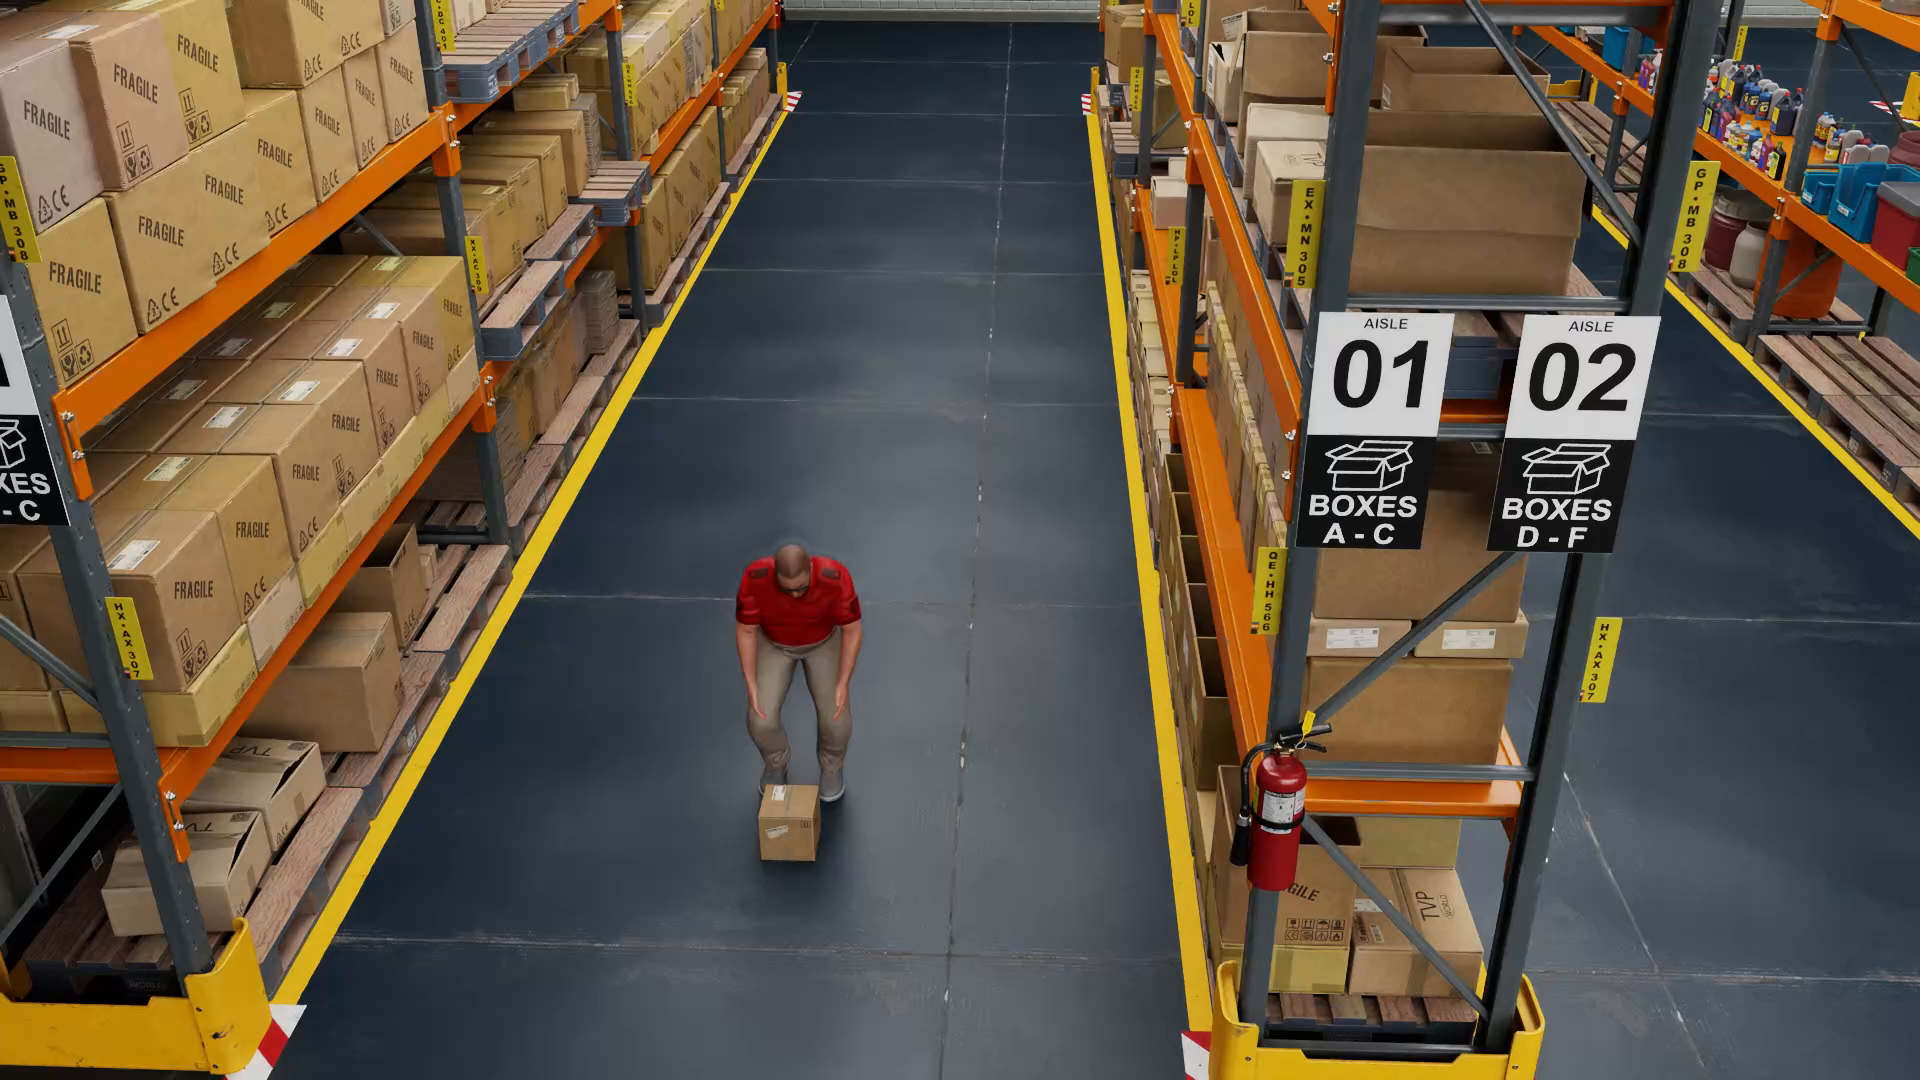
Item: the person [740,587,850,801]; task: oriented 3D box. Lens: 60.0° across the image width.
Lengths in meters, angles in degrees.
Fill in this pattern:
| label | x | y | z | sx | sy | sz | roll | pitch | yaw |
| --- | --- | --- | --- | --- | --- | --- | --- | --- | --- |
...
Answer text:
| label | x | y | z | sx | sy | sz | roll | pitch | yaw |
| --- | --- | --- | --- | --- | --- | --- | --- | --- | --- |
| person | -0.777 | 0.823 | 7.778 | 0.499 | 1.078 | 0.959 | 0 | 28 | 0 |
